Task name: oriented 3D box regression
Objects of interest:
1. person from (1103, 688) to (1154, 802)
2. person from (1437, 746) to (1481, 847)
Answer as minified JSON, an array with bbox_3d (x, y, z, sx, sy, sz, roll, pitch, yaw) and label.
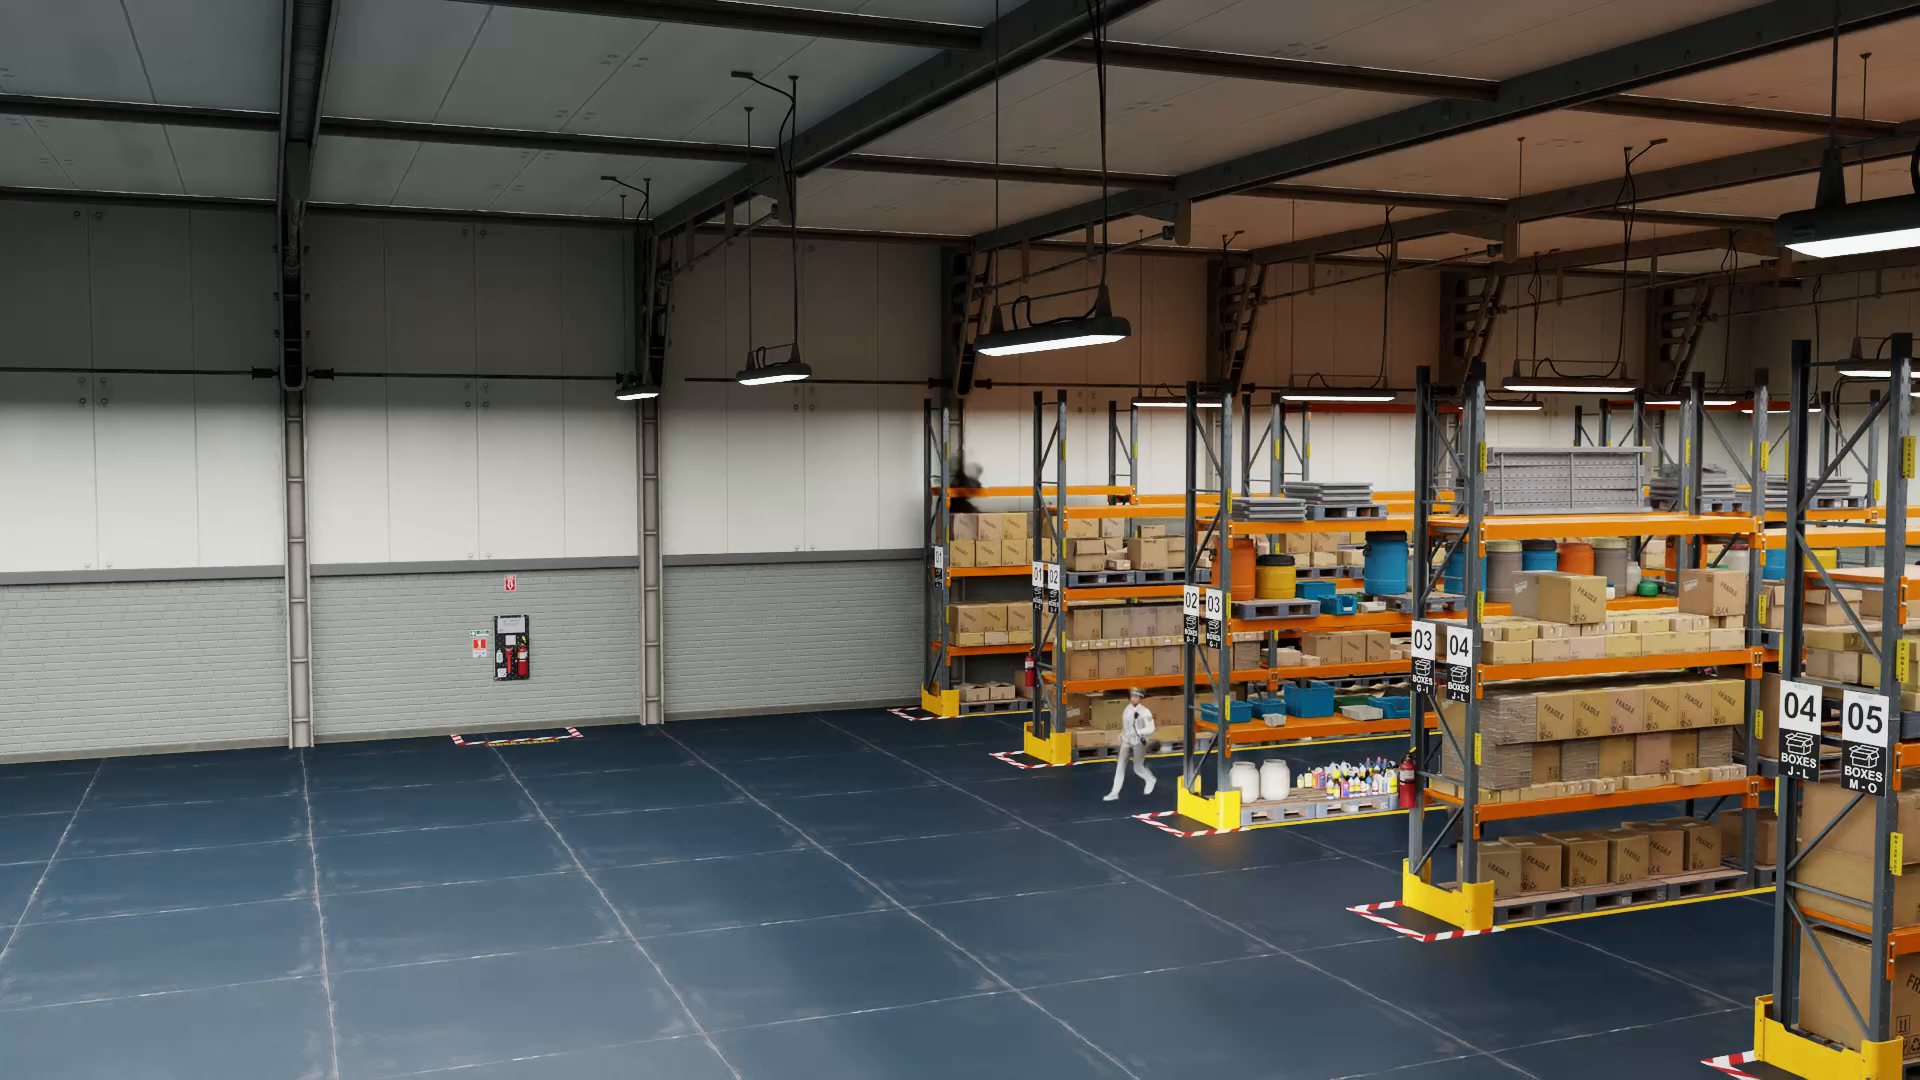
[{"bbox_3d":[2.494,2.915,23.742,0.919,1.651,0.657,-3,5,-43],"label":"person"},{"bbox_3d":[6.316,3.073,21.077,0.574,1.693,0.690,-3,4,-38],"label":"person"}]
